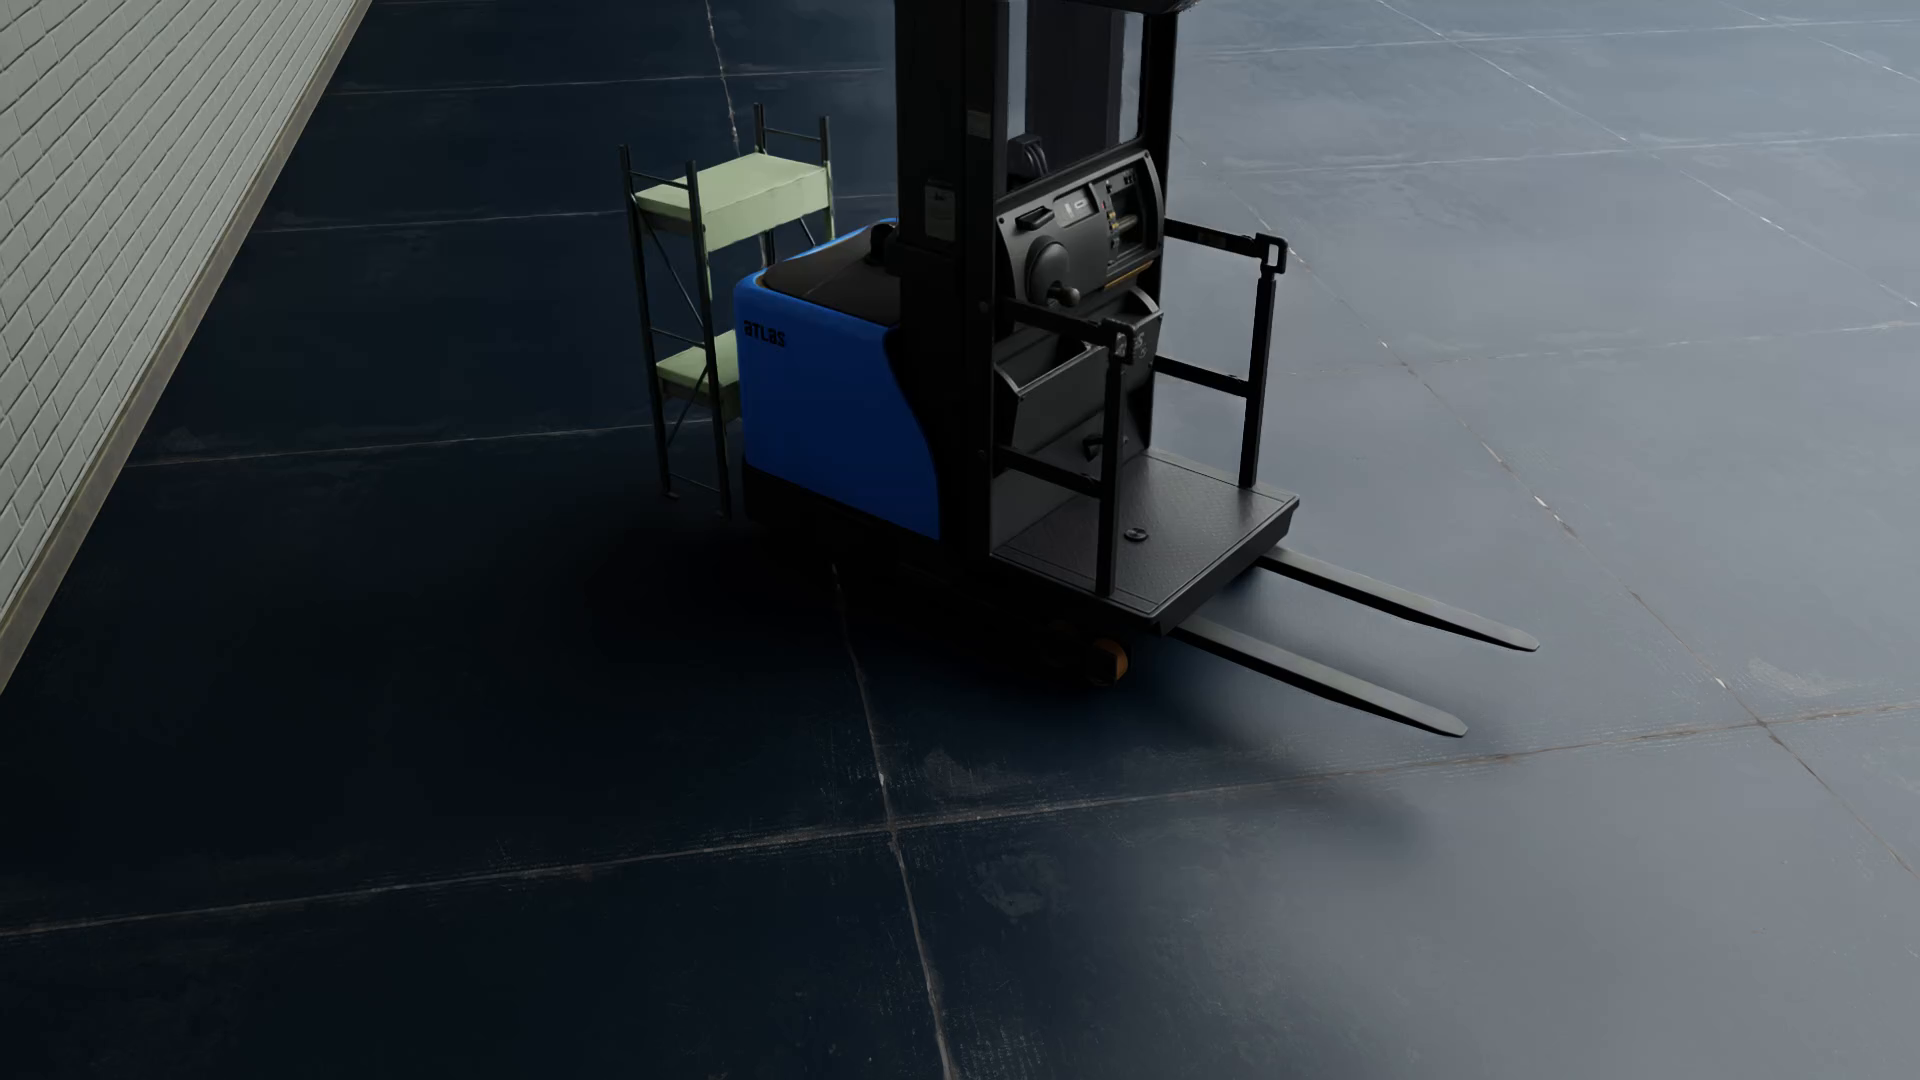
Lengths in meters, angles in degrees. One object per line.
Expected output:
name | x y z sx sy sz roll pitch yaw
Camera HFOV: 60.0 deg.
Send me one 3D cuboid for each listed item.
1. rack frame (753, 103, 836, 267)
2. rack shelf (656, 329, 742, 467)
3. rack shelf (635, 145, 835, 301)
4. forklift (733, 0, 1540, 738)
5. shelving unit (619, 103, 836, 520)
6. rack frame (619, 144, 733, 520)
rack frame | -0.669 -1.090 7.110 0.400 1.500 0.023 20 36 33
rack shelf | -0.887 -0.660 7.022 0.431 0.370 0.720 20 36 33
rack shelf | -0.905 -1.285 6.671 0.431 0.370 0.720 20 36 33
forklift | 0.593 -1.053 5.649 3.031 2.935 1.130 21 37 32
shelving unit | -0.895 -0.944 6.862 0.431 1.500 0.755 20 36 33
rack frame | -1.122 -0.799 6.614 0.400 1.500 0.023 20 36 33
